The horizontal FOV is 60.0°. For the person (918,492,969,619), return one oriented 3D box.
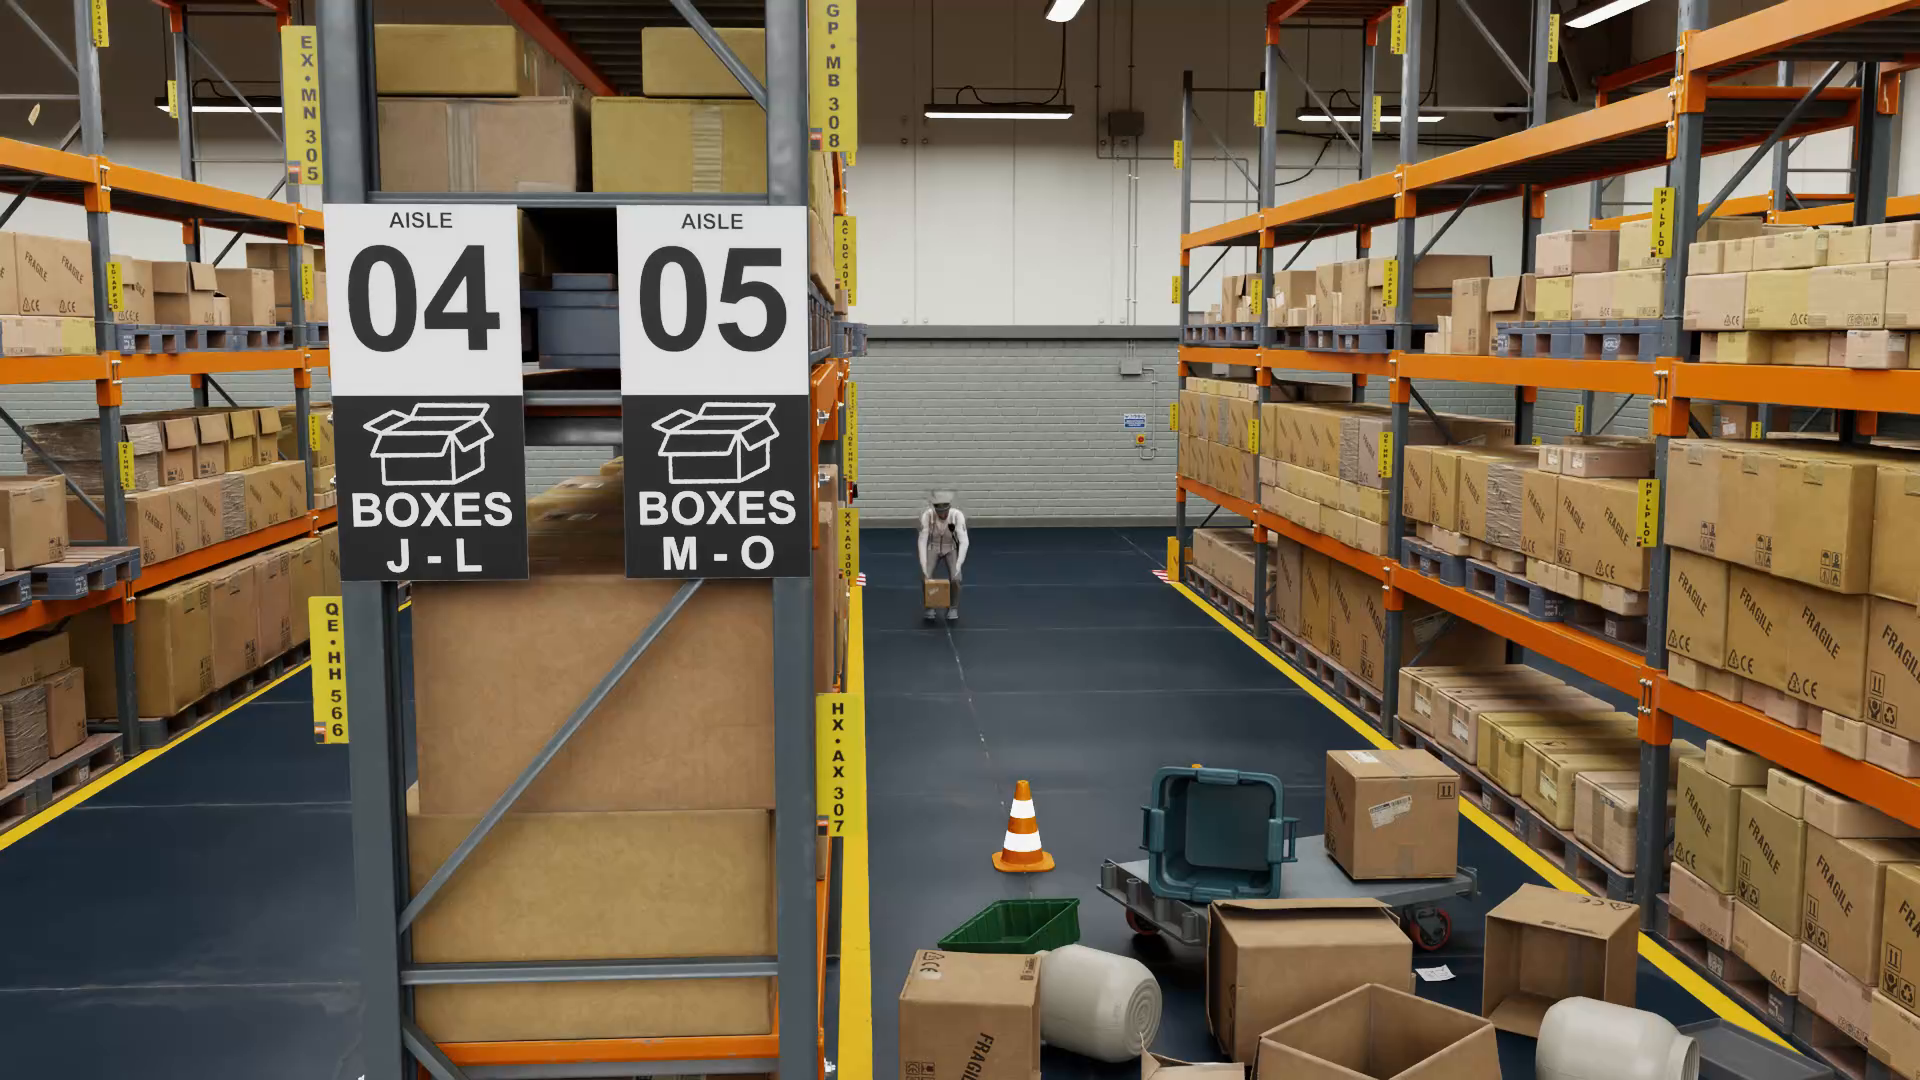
[{"bbox_3d":[-0.168,0.154,17.325,0.535,1.349,0.722,1,7,6],"label":"person"}]
